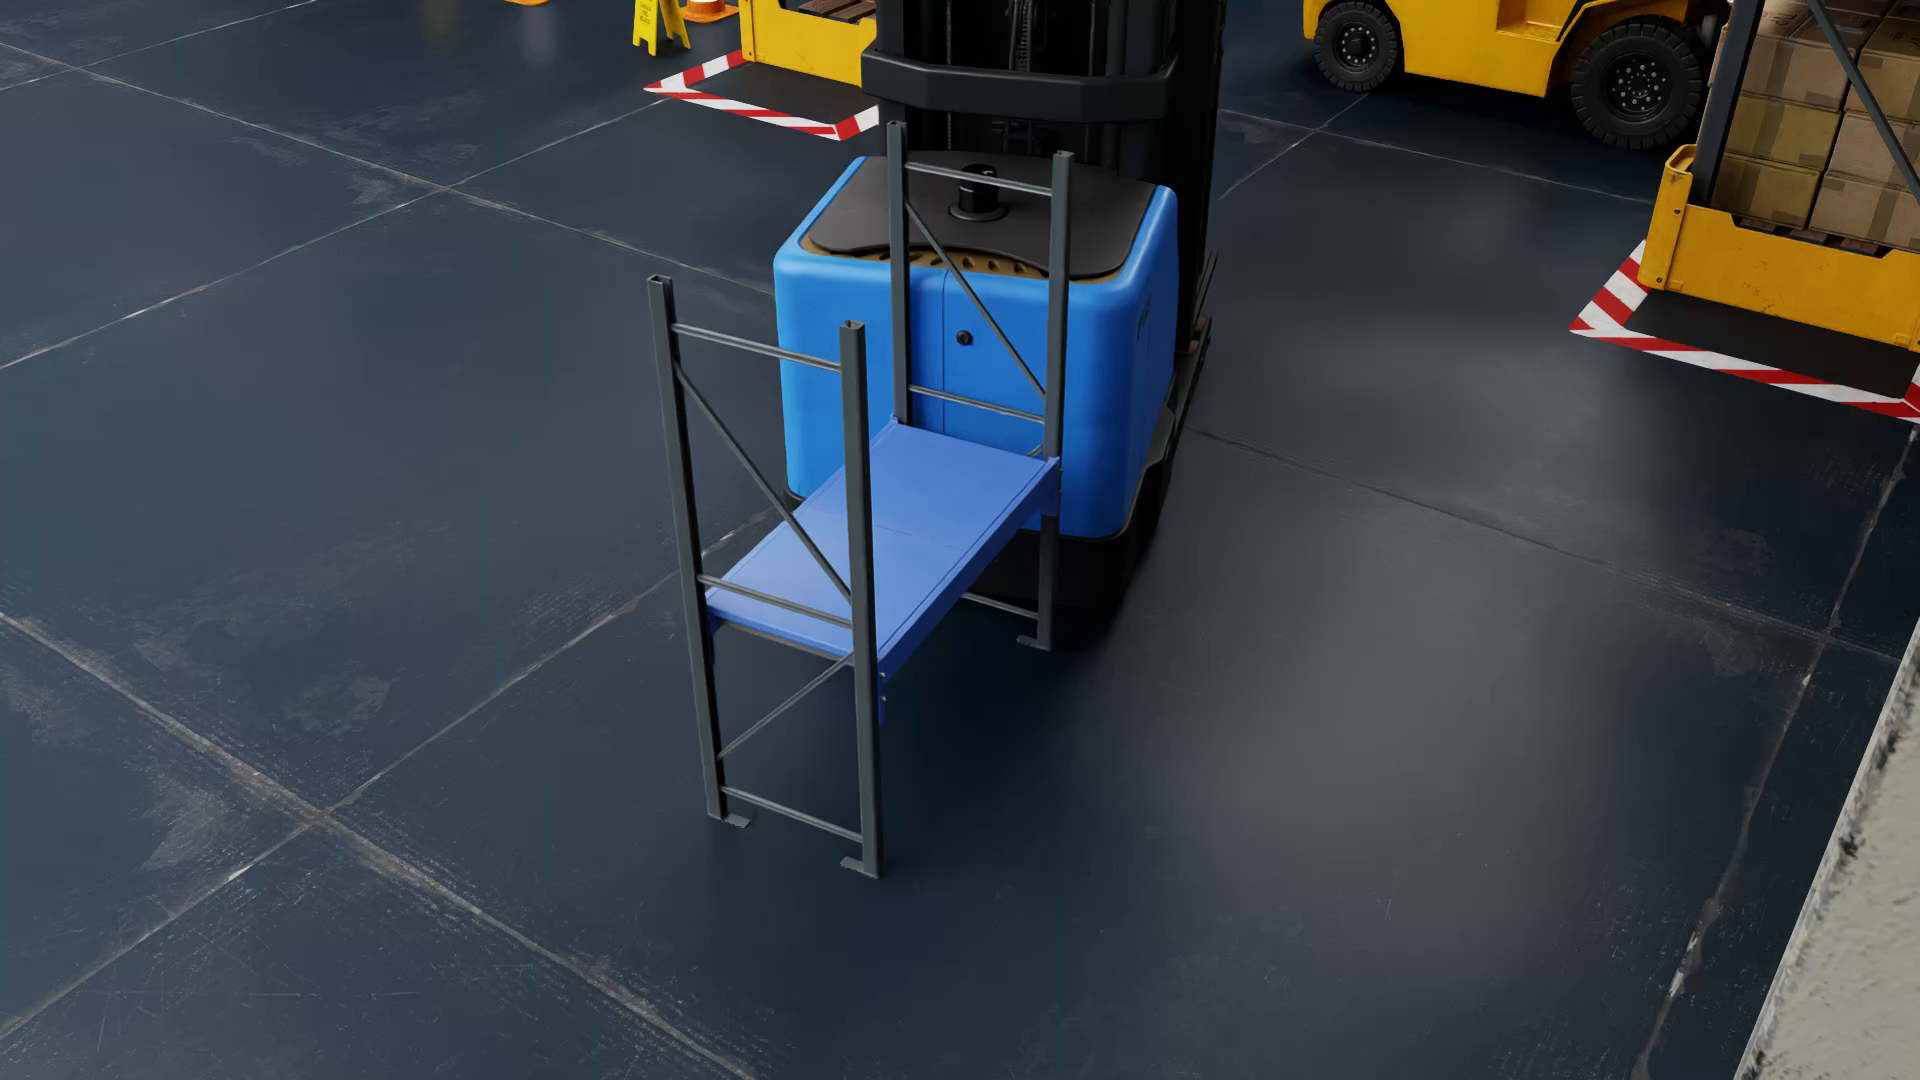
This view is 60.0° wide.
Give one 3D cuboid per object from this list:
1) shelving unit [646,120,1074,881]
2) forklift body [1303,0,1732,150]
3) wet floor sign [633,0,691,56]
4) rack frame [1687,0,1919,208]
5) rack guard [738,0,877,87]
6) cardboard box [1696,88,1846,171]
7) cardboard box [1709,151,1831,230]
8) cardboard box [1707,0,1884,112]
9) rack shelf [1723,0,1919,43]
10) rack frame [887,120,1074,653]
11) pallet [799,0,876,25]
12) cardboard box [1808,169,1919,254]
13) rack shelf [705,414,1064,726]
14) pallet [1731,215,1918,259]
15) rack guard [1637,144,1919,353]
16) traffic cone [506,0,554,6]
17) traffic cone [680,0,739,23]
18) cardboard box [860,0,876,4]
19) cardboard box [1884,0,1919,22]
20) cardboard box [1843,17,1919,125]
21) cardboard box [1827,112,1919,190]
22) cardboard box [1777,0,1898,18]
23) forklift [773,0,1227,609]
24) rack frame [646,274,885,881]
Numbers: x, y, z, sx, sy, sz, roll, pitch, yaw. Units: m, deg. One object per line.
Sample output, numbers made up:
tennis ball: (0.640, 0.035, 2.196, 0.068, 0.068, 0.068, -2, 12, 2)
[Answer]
shelving unit: (-0.185, -0.112, 4.129, 0.538, 1.500, 1.048, 16, 37, 22)
forklift body: (2.956, -3.312, 8.280, 2.313, 2.155, 1.214, 21, 39, 28)
wet floor sign: (-1.694, -3.071, 9.267, 0.232, 0.644, 0.267, -22, 40, -29)
rack frame: (3.374, -2.208, 5.890, 1.000, 3.000, 0.127, 21, 39, 28)
rack guard: (-0.663, -2.792, 8.984, 1.175, 0.500, 0.348, 21, 39, 28)
cardboard box: (3.394, -1.774, 6.881, 0.500, 0.250, 0.500, 21, 39, 28)
cardboard box: (3.382, -1.560, 7.011, 0.500, 0.250, 0.500, 22, 40, 28)
cardboard box: (3.380, -1.969, 6.723, 0.500, 0.250, 0.500, 23, 40, 30)
rack shelf: (4.514, -2.831, 7.452, 1.077, 0.370, 4.000, 21, 39, 28)
rack frame: (0.046, -0.366, 4.504, 0.500, 1.500, 0.032, 16, 37, 22)
pallet: (-0.171, -3.035, 9.601, 1.003, 0.211, 1.213, 21, 39, 28)
cardboard box: (3.814, -1.407, 6.784, 0.500, 0.250, 0.500, 21, 40, 28)
rack shelf: (-0.185, 0.037, 4.230, 0.538, 0.185, 1.000, 16, 37, 22)
pallet: (3.775, -1.419, 7.211, 1.003, 0.211, 1.213, 21, 39, 28)
rack guard: (3.360, -1.162, 6.574, 1.175, 0.500, 0.348, 21, 39, 28)
traffic cone: (-2.627, -3.549, 10.137, 0.336, 0.463, 0.334, 21, 39, 28)
traffic cone: (-1.521, -3.351, 9.844, 0.336, 0.463, 0.334, 21, 39, 28)
cardboard box: (-0.453, -3.296, 9.578, 0.500, 0.250, 0.500, 21, 39, 28)
cardboard box: (4.085, -2.049, 6.842, 0.500, 0.250, 0.500, 21, 39, 28)
cardboard box: (3.803, -1.818, 6.500, 0.500, 0.250, 0.500, 21, 39, 28)
cardboard box: (3.812, -1.600, 6.624, 0.500, 0.250, 0.500, 22, 40, 29)
cardboard box: (3.666, -2.206, 7.073, 0.500, 0.250, 0.500, 22, 40, 29)
forklift: (0.332, -1.834, 5.398, 1.130, 2.935, 3.031, 8, 35, 12)
rack frame: (-0.415, 0.142, 3.753, 0.500, 1.500, 0.032, 16, 37, 22)
